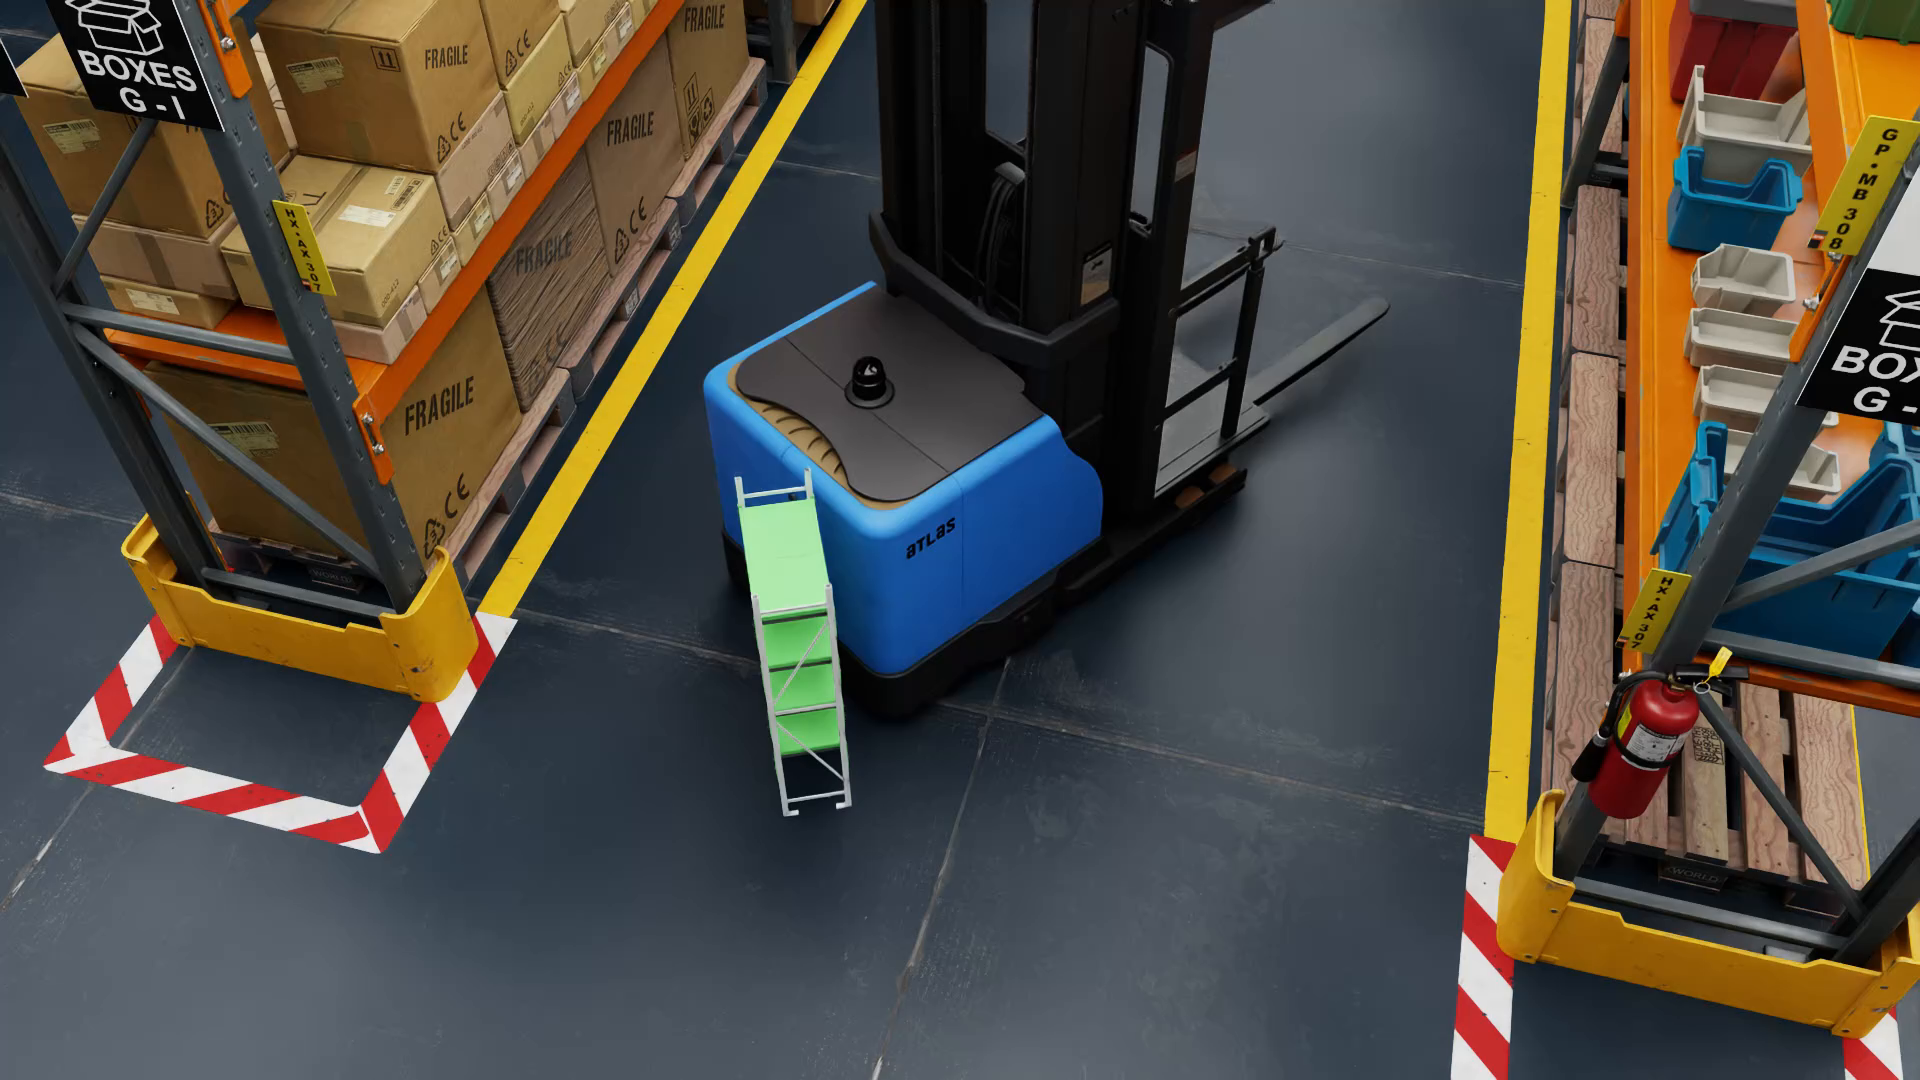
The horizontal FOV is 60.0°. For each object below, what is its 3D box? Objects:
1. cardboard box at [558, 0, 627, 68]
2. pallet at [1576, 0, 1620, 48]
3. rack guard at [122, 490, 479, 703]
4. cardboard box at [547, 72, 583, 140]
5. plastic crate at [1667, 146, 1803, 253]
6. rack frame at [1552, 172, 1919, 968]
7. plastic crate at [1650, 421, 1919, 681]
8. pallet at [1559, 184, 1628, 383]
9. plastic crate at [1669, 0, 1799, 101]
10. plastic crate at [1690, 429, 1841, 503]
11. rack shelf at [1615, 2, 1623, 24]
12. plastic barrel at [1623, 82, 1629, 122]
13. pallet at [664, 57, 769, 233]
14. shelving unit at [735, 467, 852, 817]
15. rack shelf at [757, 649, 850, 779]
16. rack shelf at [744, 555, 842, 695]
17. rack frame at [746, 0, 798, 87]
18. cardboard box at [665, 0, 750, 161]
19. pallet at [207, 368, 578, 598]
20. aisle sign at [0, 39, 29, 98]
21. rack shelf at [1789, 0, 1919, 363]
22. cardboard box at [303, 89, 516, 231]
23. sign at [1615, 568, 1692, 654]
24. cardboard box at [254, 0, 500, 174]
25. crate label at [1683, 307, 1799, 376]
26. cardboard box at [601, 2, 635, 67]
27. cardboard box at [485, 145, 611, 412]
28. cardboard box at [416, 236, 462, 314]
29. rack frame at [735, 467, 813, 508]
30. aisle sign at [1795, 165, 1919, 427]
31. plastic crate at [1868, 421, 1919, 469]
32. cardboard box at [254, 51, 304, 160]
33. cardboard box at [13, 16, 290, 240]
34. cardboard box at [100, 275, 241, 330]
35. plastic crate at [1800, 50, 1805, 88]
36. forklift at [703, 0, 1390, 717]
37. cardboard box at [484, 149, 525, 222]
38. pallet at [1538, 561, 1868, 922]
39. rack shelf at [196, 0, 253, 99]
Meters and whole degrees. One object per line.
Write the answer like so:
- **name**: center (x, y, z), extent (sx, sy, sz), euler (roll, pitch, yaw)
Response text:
- **cardboard box**: center (-1.630, -2.097, 6.421), extent (0.500, 0.250, 0.500), euler (11, 49, 9)
- **pallet**: center (3.978, -3.064, 9.233), extent (1.003, 0.211, 1.213), euler (12, 50, 10)
- **rack guard**: center (-2.421, 0.209, 6.151), extent (1.175, 0.500, 0.348), euler (12, 50, 10)
- **cardboard box**: center (-1.667, -1.675, 6.314), extent (0.380, 0.149, 0.250), euler (11, 50, 10)
- **plastic crate**: center (2.656, -1.159, 5.763), extent (0.416, 0.233, 0.300), euler (12, 50, 10)
- **rack frame**: center (2.363, 0.341, 4.367), extent (1.000, 3.000, 0.127), euler (12, 50, 10)
- **plastic crate**: center (2.271, 0.031, 4.577), extent (0.616, 0.435, 0.499), euler (12, 50, 10)
- **pallet**: center (3.260, -1.090, 7.490), extent (1.003, 0.211, 1.213), euler (12, 50, 10)
- **plastic crate**: center (2.939, -1.997, 6.348), extent (0.402, 0.464, 0.583), euler (12, 50, 10)
- **plastic crate**: center (2.403, -0.217, 4.995), extent (0.396, 0.136, 0.243), euler (12, 50, 10)
- **rack shelf**: center (3.942, -3.760, 8.467), extent (1.077, 0.370, 4.000), euler (12, 50, 10)
- **plastic barrel**: center (3.576, -2.387, 7.894), extent (0.600, 0.901, 0.708), euler (12, 50, 10)
- **pallet**: center (-1.638, -2.072, 8.357), extent (1.003, 0.211, 1.213), euler (12, 50, 10)
- **shelving unit**: center (-0.546, 0.369, 5.543), extent (0.258, 1.200, 0.503), euler (-8, 49, -7)
- **rack shelf**: center (-0.546, 0.570, 5.771), extent (0.258, 0.148, 0.480), euler (-8, 49, -7)
- **rack shelf**: center (-0.546, 0.252, 5.411), extent (0.258, 0.148, 0.480), euler (-8, 49, -7)
- **rack frame**: center (-1.362, -3.529, 7.783), extent (1.000, 3.000, 0.127), euler (12, 50, 10)
- **cardboard box**: center (-1.613, -2.504, 8.015), extent (0.875, 0.875, 0.875), euler (12, 50, 10)
- **pallet**: center (-2.280, -0.307, 6.799), extent (1.003, 0.211, 1.213), euler (12, 50, 10)
- **aisle sign**: center (-2.723, -1.503, 4.261), extent (0.394, 0.787, 0.004), euler (12, 50, 10)
- **rack shelf**: center (2.890, -1.860, 4.789), extent (1.077, 0.370, 4.000), euler (12, 50, 10)
- **cardboard box**: center (-1.898, -1.356, 5.767), extent (0.500, 0.250, 0.500), euler (11, 49, 10)
- **sign**: center (1.828, 0.191, 4.391), extent (0.100, 0.325, 0.005), euler (12, 50, 10)
- **cardboard box**: center (-1.897, -1.588, 5.472), extent (0.500, 0.500, 0.500), euler (10, 49, 9)
- **crate label**: center (2.543, -0.630, 5.360), extent (0.396, 0.136, 0.243), euler (12, 50, 10)
- **cardboard box**: center (-1.532, -2.047, 6.643), extent (0.380, 0.149, 0.250), euler (12, 50, 11)
- **cardboard box**: center (-2.084, -1.209, 6.872), extent (0.875, 0.875, 0.875), euler (12, 50, 10)
- **cardboard box**: center (-1.937, -0.930, 5.657), extent (0.380, 0.149, 0.250), euler (11, 49, 9)
- **rack frame**: center (-0.592, 0.189, 5.702), extent (0.240, 1.200, 0.015), euler (-8, 49, -7)
- **aisle sign**: center (2.062, -0.525, 3.397), extent (0.394, 0.787, 0.004), euler (12, 50, 10)
- **plastic crate**: center (2.919, -0.213, 4.928), extent (0.416, 0.233, 0.300), euler (12, 50, 10)
- **cardboard box**: center (-2.409, -1.454, 5.854), extent (0.500, 0.250, 0.500), euler (11, 49, 9)
- **cardboard box**: center (-2.540, -1.337, 5.250), extent (0.500, 0.500, 0.500), euler (12, 50, 10)
- **cardboard box**: center (-2.639, -0.875, 5.608), extent (0.380, 0.149, 0.250), euler (12, 50, 11)
- **plastic crate**: center (3.381, -1.618, 6.240), extent (0.437, 0.125, 0.590), euler (12, 50, 10)
- **forklift**: center (0.532, -1.293, 5.855), extent (3.031, 2.935, 1.130), euler (-33, 56, -26)
- **cardboard box**: center (-1.803, -1.304, 5.987), extent (0.380, 0.149, 0.250), euler (11, 49, 9)
- **pallet**: center (2.618, 0.675, 5.932), extent (1.003, 0.211, 1.213), euler (12, 50, 10)
- **rack shelf**: center (-1.889, -2.837, 5.651), extent (1.077, 0.370, 4.000), euler (12, 50, 10)
